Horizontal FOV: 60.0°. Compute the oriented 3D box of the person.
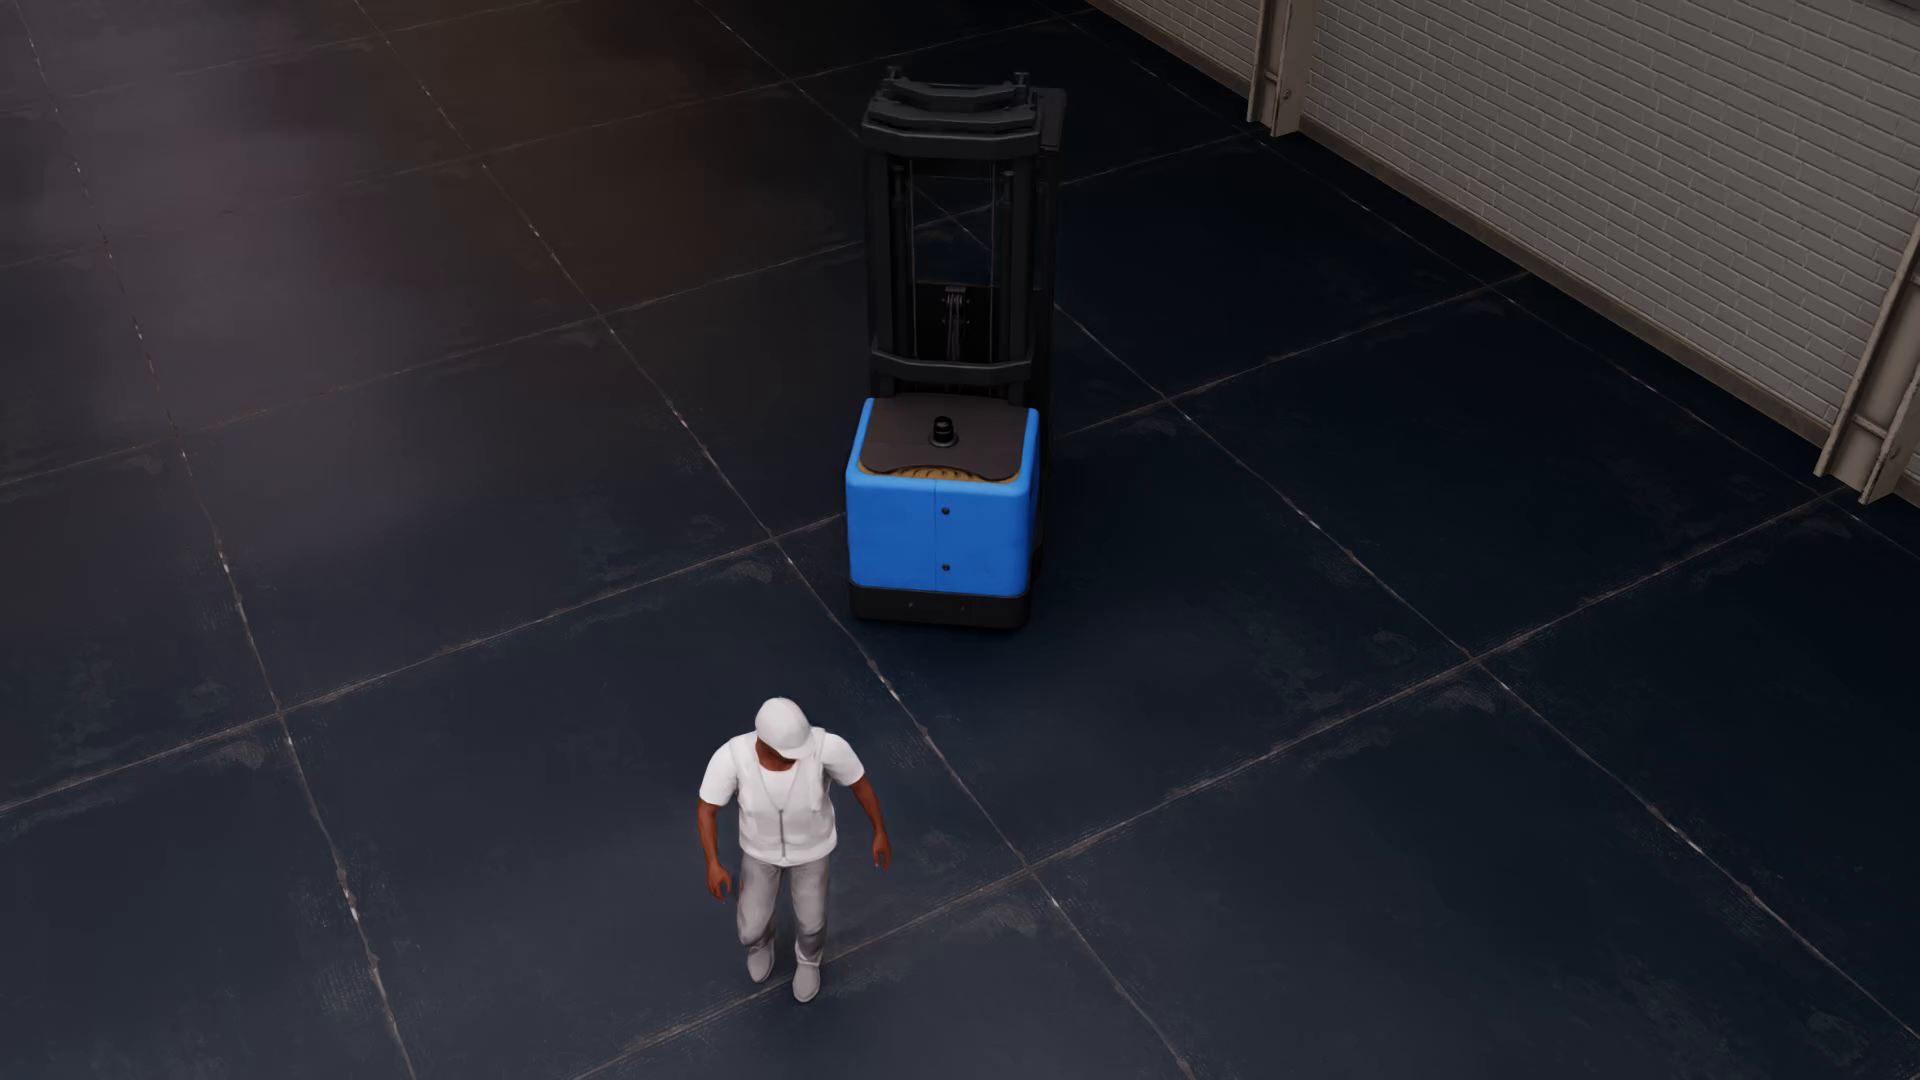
[{"bbox_3d":[-0.717,1.372,7.329,0.838,1.748,0.494,0,40,0],"label":"person"}]

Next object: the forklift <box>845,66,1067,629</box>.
[{"bbox_3d":[0.027,-1.549,9.904,1.130,2.935,3.031,4,40,5],"label":"forklift"}]
